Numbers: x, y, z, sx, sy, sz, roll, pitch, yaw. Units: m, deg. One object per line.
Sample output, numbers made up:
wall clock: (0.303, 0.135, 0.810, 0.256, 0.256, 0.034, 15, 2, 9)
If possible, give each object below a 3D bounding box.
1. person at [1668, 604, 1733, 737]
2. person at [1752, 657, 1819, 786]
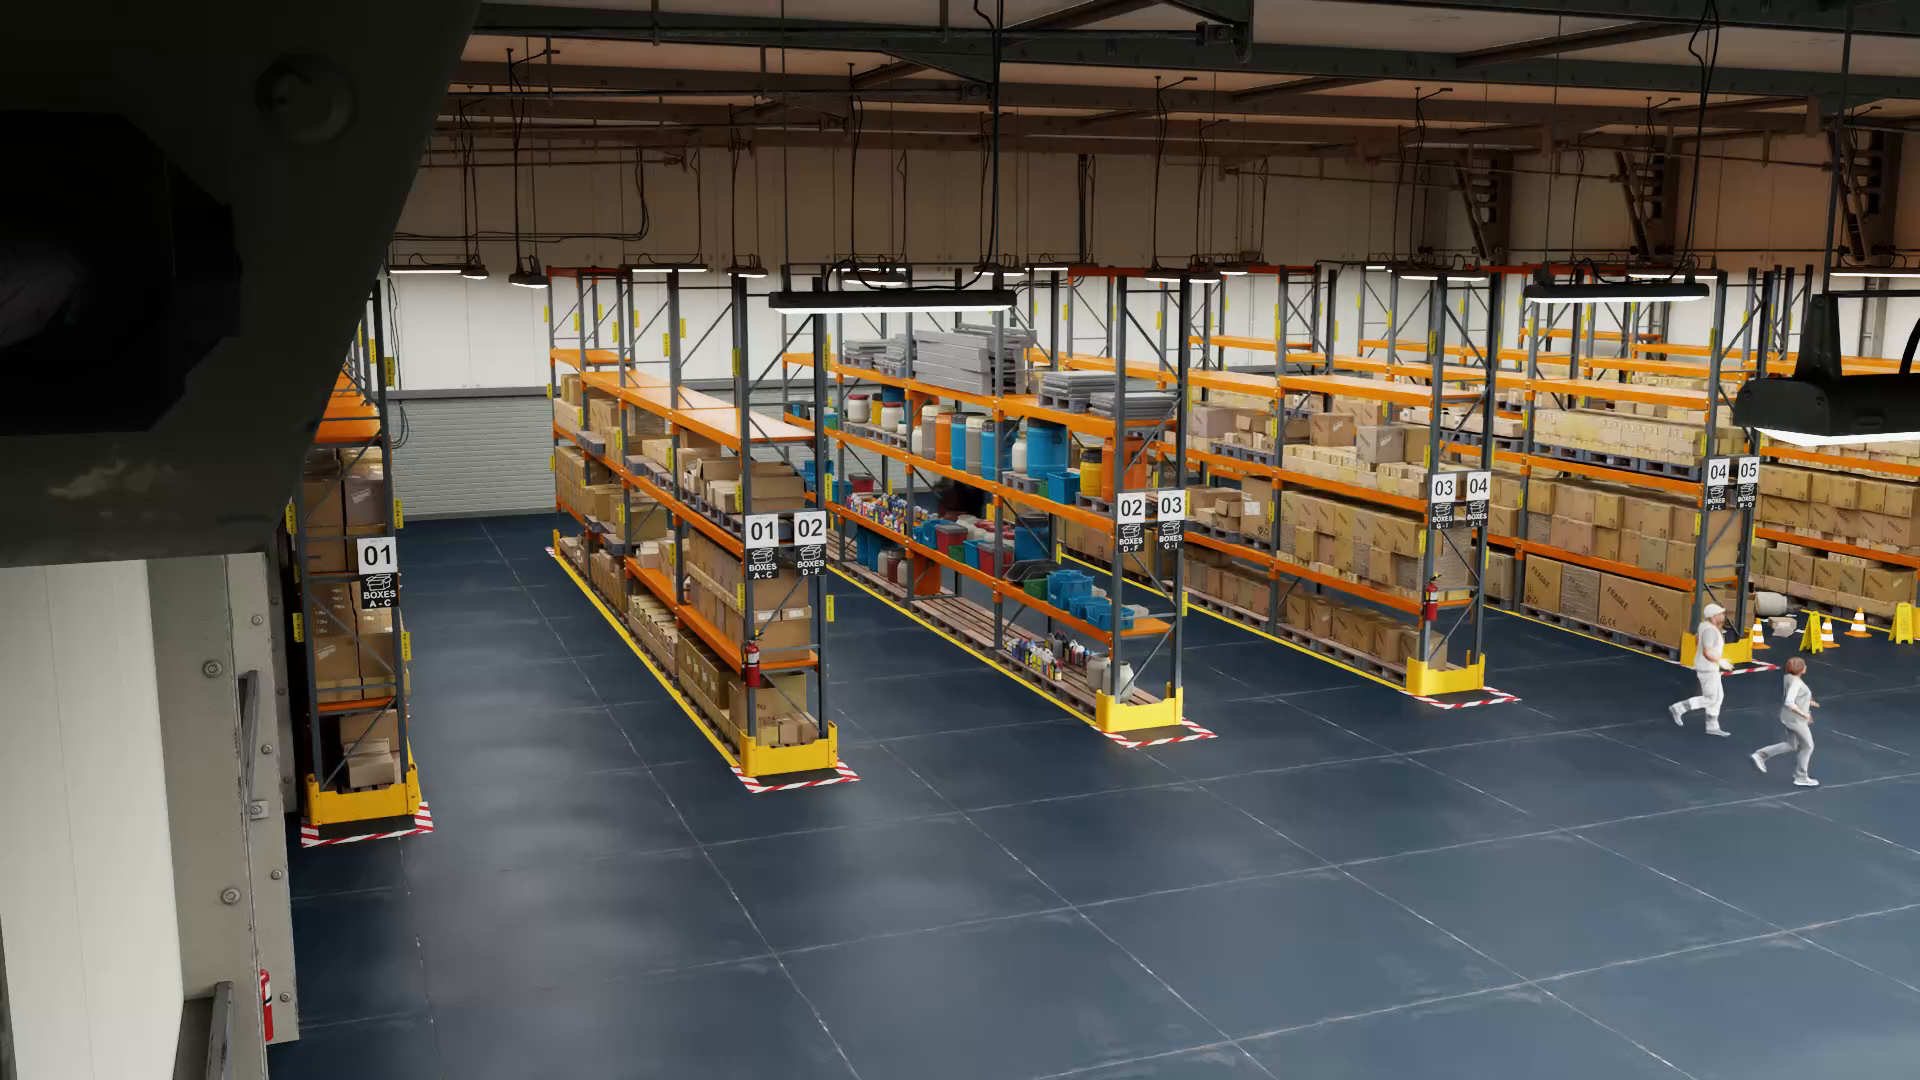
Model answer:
person: (9.777, 1.701, 21.891, 0.791, 1.770, 0.661, 3, 10, 18)
person: (9.890, 2.153, 19.796, 0.736, 1.562, 0.547, 2, 10, 10)
